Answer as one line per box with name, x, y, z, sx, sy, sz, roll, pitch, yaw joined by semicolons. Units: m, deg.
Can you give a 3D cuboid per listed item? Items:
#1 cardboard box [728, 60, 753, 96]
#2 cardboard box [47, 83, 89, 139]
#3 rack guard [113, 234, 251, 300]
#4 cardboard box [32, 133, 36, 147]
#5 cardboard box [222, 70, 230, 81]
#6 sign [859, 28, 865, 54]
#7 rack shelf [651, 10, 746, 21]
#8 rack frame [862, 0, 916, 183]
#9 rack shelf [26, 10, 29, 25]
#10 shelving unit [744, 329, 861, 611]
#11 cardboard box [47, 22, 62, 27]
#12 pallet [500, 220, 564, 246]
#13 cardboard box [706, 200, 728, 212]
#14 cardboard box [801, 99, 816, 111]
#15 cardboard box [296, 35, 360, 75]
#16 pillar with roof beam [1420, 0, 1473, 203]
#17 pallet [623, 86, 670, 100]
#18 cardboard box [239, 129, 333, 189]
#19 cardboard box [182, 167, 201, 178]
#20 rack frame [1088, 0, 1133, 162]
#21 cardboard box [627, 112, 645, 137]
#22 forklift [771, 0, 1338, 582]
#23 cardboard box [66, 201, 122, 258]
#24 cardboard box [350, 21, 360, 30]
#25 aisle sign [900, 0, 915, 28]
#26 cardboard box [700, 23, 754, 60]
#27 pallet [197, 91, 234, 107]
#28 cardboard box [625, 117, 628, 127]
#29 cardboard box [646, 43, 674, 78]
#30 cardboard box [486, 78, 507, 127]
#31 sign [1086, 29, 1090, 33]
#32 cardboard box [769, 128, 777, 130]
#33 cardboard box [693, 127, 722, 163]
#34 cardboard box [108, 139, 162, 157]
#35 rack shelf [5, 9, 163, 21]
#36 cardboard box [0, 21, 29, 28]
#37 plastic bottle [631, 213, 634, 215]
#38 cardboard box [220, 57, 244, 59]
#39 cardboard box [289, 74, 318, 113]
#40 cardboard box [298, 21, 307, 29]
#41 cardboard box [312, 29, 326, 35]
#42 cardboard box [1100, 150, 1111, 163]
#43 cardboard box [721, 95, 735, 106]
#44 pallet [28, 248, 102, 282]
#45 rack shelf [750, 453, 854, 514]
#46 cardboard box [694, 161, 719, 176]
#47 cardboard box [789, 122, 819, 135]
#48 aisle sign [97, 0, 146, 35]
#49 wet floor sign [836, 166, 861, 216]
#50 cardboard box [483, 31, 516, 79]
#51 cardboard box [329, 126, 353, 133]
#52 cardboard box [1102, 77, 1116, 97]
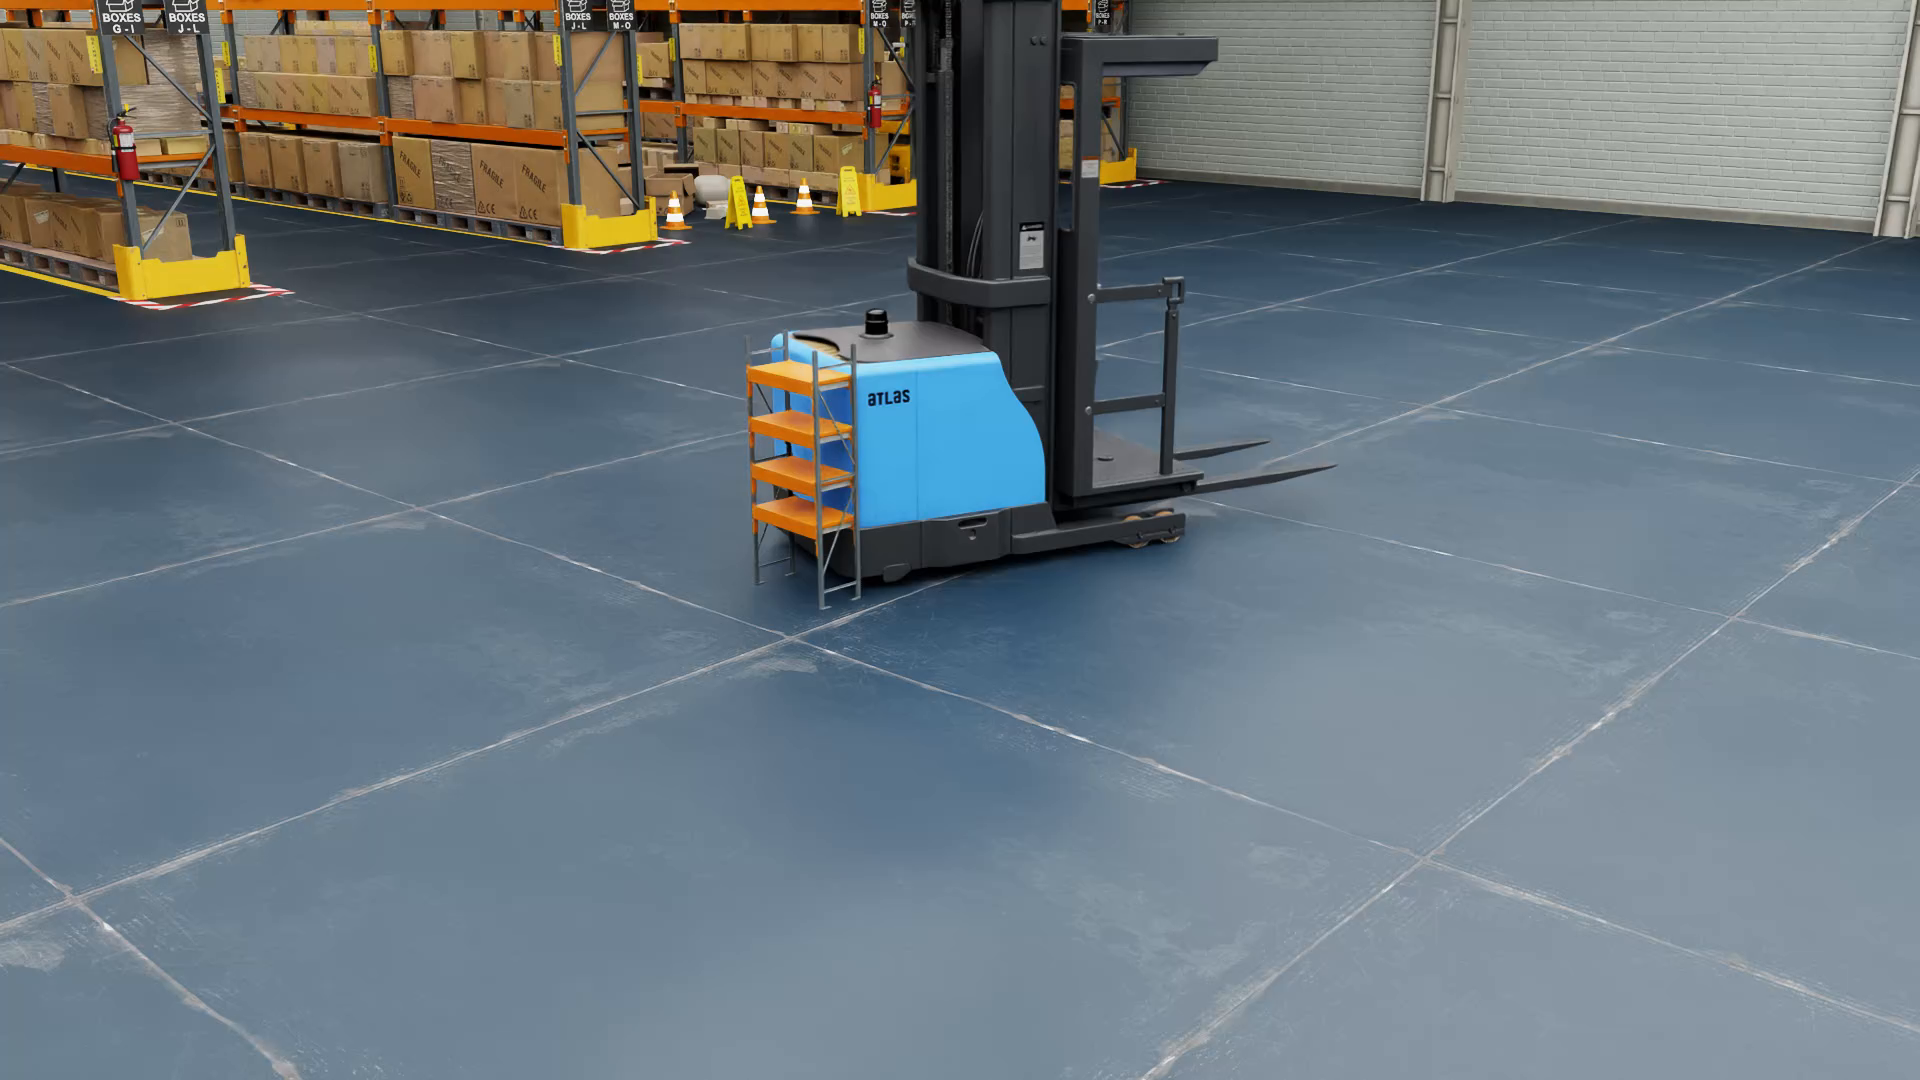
cardboard box;-3.021;-6.730;24.202;0.500;0.500;0.500;15;23;39
cardboard box;-8.356;-4.225;16.310;0.500;0.500;0.875;15;23;39
rack guard;-7.566;-2.670;16.198;0.348;0.500;1.175;15;23;39
cardboard box;-9.192;-4.080;16.925;0.250;0.149;0.380;15;23;39
cardboard box;-10.797;-6.773;24.223;0.250;0.149;0.380;16;23;40
sign;-1.315;-6.669;22.231;0.005;0.325;0.100;15;23;39
rack shelf;-5.119;-10.307;32.359;4.000;0.370;1.077;15;23;39
rack frame;-0.931;-6.088;22.837;0.127;3.000;1.000;15;23;39
rack shelf;-11.997;-6.138;19.223;4.000;0.370;1.077;15;23;39
shelving unit;-0.722;-0.328;7.663;0.258;1.200;0.503;-16;24;-41
cardboard box;-14.810;-8.365;27.702;0.500;0.500;0.500;14;22;38
pallet;-4.792;-3.762;20.116;1.213;0.211;1.003;15;23;39
cardboard box;-3.252;-4.535;22.657;0.380;0.149;0.250;-6;18;-18
cardboard box;-2.006;-6.122;23.359;0.250;0.149;0.380;16;23;40
cardboard box;-8.649;-6.680;22.882;0.500;0.500;0.700;15;23;39
pillar with roof beam;4.068;-8.236;19.688;0.400;9.000;9.100;15;23;39
pallet;-5.407;-7.215;26.704;1.213;0.211;1.003;15;23;39
cardboard box;-9.729;-5.539;24.133;0.750;0.750;1.050;15;23;39
cardboard box;-11.583;-5.844;25.504;0.500;0.500;0.500;14;22;37
rack frame;2.360;-7.212;26.378;0.127;3.000;1.000;15;23;39
cardboard box;-6.402;-8.482;33.818;0.500;0.500;0.500;16;24;42
forklift;0.592;-1.487;8.452;3.031;2.935;1.130;-9;20;-25
cardboard box;-8.891;-3.226;17.257;0.500;0.500;0.500;-16;23;-41
cardboard box;-11.066;-9.540;30.821;0.250;0.149;0.380;15;23;39
aisle sign;-0.679;-7.385;22.625;0.004;0.787;0.394;15;23;39
cardboard box;-3.371;-7.312;24.384;0.500;0.500;0.700;15;23;40
pallet;-10.729;-6.582;24.709;1.003;0.211;1.213;15;23;39
cardboard box;-6.952;-8.726;34.899;0.500;0.311;0.500;16;24;41
cardboard box;-4.421;-7.322;25.372;0.500;0.500;0.500;15;23;38
cardboard box;-5.211;-5.330;20.200;0.550;0.550;0.875;15;23;39
sign;1.990;-7.757;25.789;0.005;0.325;0.100;15;23;39
cardboard box;-2.539;-5.876;24.781;0.500;0.500;0.500;17;24;42
cardboard box;-3.661;-5.959;25.041;0.500;0.500;0.500;16;24;42
cardboard box;-7.860;-3.737;15.843;0.250;0.149;0.380;15;23;39
rack shelf;-14.613;-8.846;27.756;4.000;0.370;1.077;15;23;39
cardboard box;-11.002;-5.327;18.751;1.000;1.000;1.000;15;23;40
plastic bottle;-4.278;-4.337;22.176;0.283;0.061;0.133;7;19;21
cardboard box;-10.923;-7.212;25.115;0.250;0.149;0.380;14;22;37
cardboard box;-8.838;-6.147;22.858;0.500;0.500;0.500;15;23;39
cardboard box;-12.455;-9.886;31.912;0.250;0.149;0.380;16;24;41
cardboard box;-11.947;-9.460;31.644;0.500;0.500;0.500;15;23;39
cardboard box;2.123;-6.244;27.180;0.500;0.250;0.500;15;23;39
cardboard box;-3.296;-6.493;24.527;0.250;0.149;0.380;16;24;41
pallet;-9.059;-2.948;17.553;1.213;0.211;1.003;15;23;39
rack shelf;-0.722;-0.264;7.683;0.258;0.148;0.480;-16;24;-41
cardboard box;-3.661;-5.601;25.154;0.500;0.250;0.500;14;22;37
cardboard box;-2.209;-5.856;23.644;0.250;0.149;0.380;16;23;40
aisle sign;-7.662;-5.005;15.125;0.004;0.787;0.394;15;23;39
wet floor sign;-1.500;-4.686;22.310;0.267;0.644;0.232;-9;20;-27
cardboard box;-5.195;-5.850;20.054;0.550;0.550;0.875;15;23;39
cardboard box;-11.648;-7.988;32.364;0.875;0.438;0.875;16;24;41
cardboard box;2.174;-7.422;26.874;0.500;0.500;0.500;16;24;41
